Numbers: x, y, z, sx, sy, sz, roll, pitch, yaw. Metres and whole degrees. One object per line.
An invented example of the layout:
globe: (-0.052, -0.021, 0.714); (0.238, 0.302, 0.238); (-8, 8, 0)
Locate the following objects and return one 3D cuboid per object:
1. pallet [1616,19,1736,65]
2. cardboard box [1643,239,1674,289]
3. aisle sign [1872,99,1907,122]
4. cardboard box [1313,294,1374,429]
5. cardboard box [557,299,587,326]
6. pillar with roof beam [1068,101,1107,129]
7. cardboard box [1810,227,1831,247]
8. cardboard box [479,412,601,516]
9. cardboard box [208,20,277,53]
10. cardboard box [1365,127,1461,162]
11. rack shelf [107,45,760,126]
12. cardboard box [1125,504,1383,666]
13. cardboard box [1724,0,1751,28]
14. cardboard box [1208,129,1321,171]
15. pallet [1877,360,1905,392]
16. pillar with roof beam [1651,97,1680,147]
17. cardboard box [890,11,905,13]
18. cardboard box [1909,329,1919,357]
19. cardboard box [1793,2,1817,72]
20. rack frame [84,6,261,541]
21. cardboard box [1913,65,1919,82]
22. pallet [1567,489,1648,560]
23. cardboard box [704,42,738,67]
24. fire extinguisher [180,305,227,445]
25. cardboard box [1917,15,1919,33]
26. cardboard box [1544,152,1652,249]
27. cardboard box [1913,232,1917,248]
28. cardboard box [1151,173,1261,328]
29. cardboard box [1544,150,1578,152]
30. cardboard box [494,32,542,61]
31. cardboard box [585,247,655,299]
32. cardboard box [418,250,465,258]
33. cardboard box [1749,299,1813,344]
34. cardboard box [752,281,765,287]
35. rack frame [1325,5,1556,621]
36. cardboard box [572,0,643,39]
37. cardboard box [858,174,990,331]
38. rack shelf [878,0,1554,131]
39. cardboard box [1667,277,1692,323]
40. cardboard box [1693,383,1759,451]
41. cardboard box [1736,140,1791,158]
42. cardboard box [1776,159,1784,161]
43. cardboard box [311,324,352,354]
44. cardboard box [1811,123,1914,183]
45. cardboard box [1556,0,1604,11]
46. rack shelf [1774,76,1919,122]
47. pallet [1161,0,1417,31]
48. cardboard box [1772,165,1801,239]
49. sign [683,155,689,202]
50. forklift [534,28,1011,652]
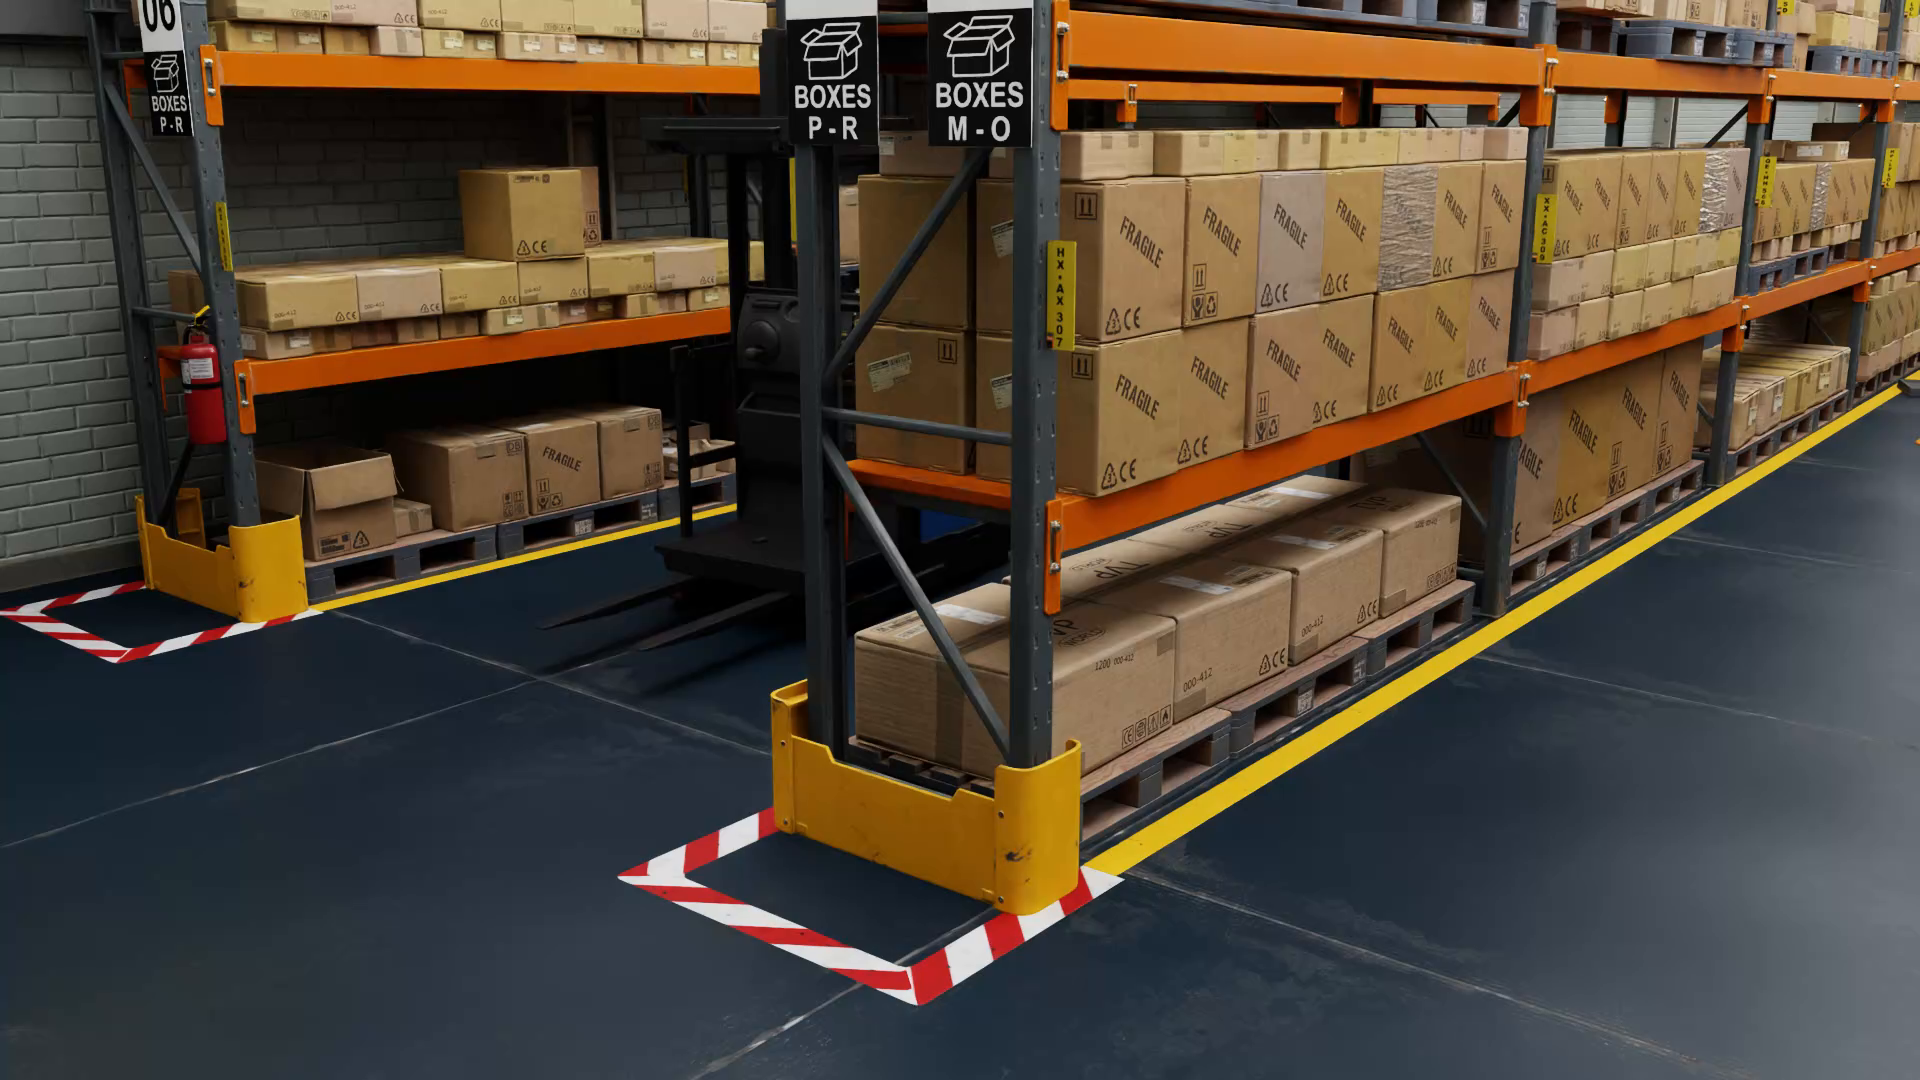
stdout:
pallet: (3.841, -2.913, 9.787); (1.003, 0.211, 1.213); (12, 19, 40)
cardboard box: (3.846, -1.634, 9.754); (0.500, 0.250, 0.500); (11, 18, 36)
aisle sign: (9.730, -4.748, 17.442); (0.394, 0.787, 0.004); (11, 18, 38)
cardboard box: (1.333, -0.755, 6.798); (0.500, 0.500, 0.500); (12, 19, 39)
cardboard box: (-2.460, -1.383, 9.985); (0.380, 0.149, 0.250); (11, 18, 37)
pillar with roof beam: (4.508, -5.294, 12.687); (9.100, 9.000, 0.400); (11, 18, 38)
cardboard box: (6.657, -2.410, 13.174); (0.380, 0.149, 0.250); (11, 18, 37)
cardboard box: (-2.551, -0.470, 10.103); (0.500, 0.500, 0.500); (12, 18, 39)
cardboard box: (-3.605, -2.489, 8.246); (0.380, 0.149, 0.250); (12, 18, 39)
cardboard box: (2.030, -1.790, 7.524); (0.380, 0.149, 0.250); (11, 18, 38)
rack shelf: (-2.730, -2.620, 9.713); (1.077, 0.370, 4.000); (11, 18, 38)
cardboard box: (1.350, 0.183, 7.661); (0.875, 0.438, 0.875); (11, 18, 36)
cardboard box: (4.430, -3.383, 10.200); (0.700, 0.500, 0.500); (10, 17, 35)
cardboard box: (1.142, -1.483, 6.318); (0.380, 0.149, 0.250); (11, 18, 38)
pallet: (8.580, -1.680, 16.306); (1.003, 0.211, 1.213); (11, 18, 38)
pillar with roof beam: (15.821, -8.742, 26.257); (9.100, 9.000, 0.400); (11, 18, 38)
cardboard box: (-0.477, -3.621, 11.645); (0.380, 0.149, 0.250); (12, 18, 38)
cardboard box: (9.302, -2.005, 16.654); (0.500, 0.250, 0.500); (11, 18, 38)
cardboard box: (5.841, -3.697, 12.281); (0.797, 0.503, 0.637); (11, 18, 38)
rack frame: (-3.987, -1.132, 8.486); (1.000, 3.000, 0.127); (11, 18, 38)
cardboard box: (8.448, -4.214, 15.035); (0.380, 0.149, 0.250); (11, 18, 36)
pallet: (3.583, -0.173, 10.375); (1.003, 0.211, 1.213); (11, 18, 38)
cardboard box: (-1.625, -3.069, 10.529); (0.380, 0.149, 0.250); (11, 18, 37)
fire extinguisher: (-3.720, -0.814, 8.149); (0.296, 0.674, 0.183); (11, 18, 38)
cardboard box: (8.184, -4.494, 14.521); (0.380, 0.149, 0.250); (11, 18, 36)
cardboard box: (3.506, -1.901, 9.278); (0.500, 0.500, 0.500); (11, 18, 36)
cardboard box: (8.814, -2.847, 15.750); (0.380, 0.149, 0.250); (11, 18, 37)
cardboard box: (0.719, -1.045, 5.912); (0.500, 0.500, 0.500); (11, 18, 36)
cardboard box: (3.443, -2.084, 9.999); (0.500, 0.500, 0.500); (12, 18, 38)
cardboard box: (-2.566, -2.767, 9.343); (0.380, 0.149, 0.250); (11, 18, 38)
cardboard box: (-2.230, -1.642, 10.196); (0.500, 0.250, 0.500); (11, 18, 37)
cardboard box: (-2.935, -1.625, 10.128); (0.500, 0.250, 0.500); (11, 18, 37)
cardboard box: (7.582, -2.052, 15.315); (0.500, 0.500, 0.500); (11, 18, 37)
cardboard box: (-1.477, -1.676, 11.138); (0.380, 0.149, 0.250); (12, 18, 38)
rack frame: (2.391, -1.130, 8.480); (1.000, 3.000, 0.127); (11, 18, 38)
cardboard box: (-2.230, -3.094, 9.820); (0.500, 0.250, 0.500); (12, 18, 39)
cardboard box: (-0.006, -1.027, 5.838); (0.500, 0.500, 0.500); (12, 19, 39)
rack shelf: (1.133, -1.852, 6.692); (1.077, 0.370, 4.000); (11, 18, 38)
cardboard box: (4.151, -1.492, 10.210); (0.500, 0.250, 0.500); (11, 18, 37)
cardboard box: (5.267, -0.933, 12.187); (0.950, 0.372, 0.625); (10, 17, 34)
cardboard box: (6.848, -3.338, 14.191); (0.380, 0.149, 0.250); (11, 18, 37)
cardboard box: (6.586, -2.917, 13.854); (0.500, 0.500, 0.500); (11, 18, 38)
cardboard box: (-3.443, -1.086, 8.817); (0.380, 0.149, 0.250); (12, 18, 39)
cardboard box: (7.864, -3.390, 14.539); (0.700, 0.500, 0.500); (11, 18, 37)
cardboard box: (2.977, -2.764, 8.240); (0.396, 0.266, 0.258); (11, 18, 37)
rack shelf: (8.676, -4.151, 15.738); (1.077, 0.370, 4.000); (11, 18, 38)
pallet: (1.101, -2.154, 6.596); (1.003, 0.211, 1.213); (11, 18, 38)
cardboard box: (5.689, -2.444, 11.991); (0.500, 0.500, 0.500); (12, 19, 40)
sign: (-1.907, -2.544, 11.694); (0.100, 0.325, 0.005); (11, 18, 38)
forklift: (-0.873, -1.078, 8.415); (1.130, 2.935, 3.031); (9, 17, 31)
